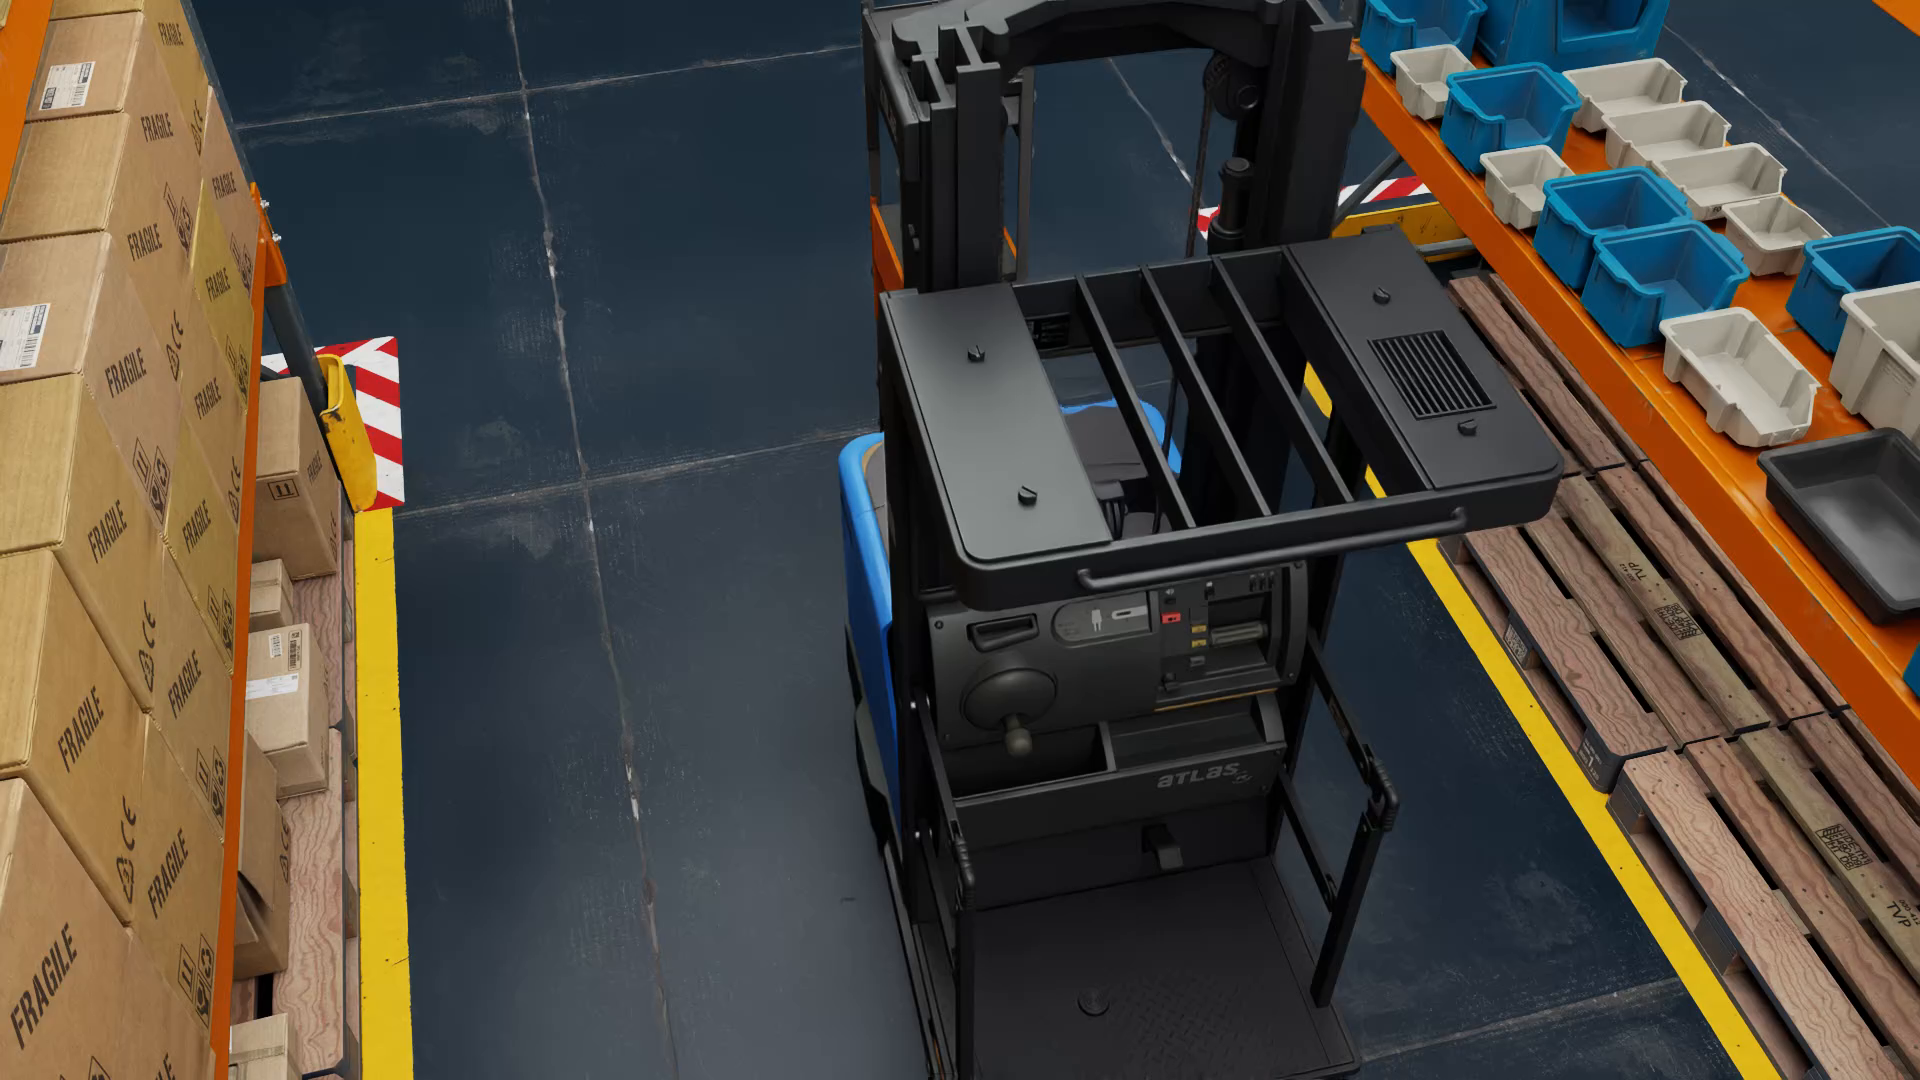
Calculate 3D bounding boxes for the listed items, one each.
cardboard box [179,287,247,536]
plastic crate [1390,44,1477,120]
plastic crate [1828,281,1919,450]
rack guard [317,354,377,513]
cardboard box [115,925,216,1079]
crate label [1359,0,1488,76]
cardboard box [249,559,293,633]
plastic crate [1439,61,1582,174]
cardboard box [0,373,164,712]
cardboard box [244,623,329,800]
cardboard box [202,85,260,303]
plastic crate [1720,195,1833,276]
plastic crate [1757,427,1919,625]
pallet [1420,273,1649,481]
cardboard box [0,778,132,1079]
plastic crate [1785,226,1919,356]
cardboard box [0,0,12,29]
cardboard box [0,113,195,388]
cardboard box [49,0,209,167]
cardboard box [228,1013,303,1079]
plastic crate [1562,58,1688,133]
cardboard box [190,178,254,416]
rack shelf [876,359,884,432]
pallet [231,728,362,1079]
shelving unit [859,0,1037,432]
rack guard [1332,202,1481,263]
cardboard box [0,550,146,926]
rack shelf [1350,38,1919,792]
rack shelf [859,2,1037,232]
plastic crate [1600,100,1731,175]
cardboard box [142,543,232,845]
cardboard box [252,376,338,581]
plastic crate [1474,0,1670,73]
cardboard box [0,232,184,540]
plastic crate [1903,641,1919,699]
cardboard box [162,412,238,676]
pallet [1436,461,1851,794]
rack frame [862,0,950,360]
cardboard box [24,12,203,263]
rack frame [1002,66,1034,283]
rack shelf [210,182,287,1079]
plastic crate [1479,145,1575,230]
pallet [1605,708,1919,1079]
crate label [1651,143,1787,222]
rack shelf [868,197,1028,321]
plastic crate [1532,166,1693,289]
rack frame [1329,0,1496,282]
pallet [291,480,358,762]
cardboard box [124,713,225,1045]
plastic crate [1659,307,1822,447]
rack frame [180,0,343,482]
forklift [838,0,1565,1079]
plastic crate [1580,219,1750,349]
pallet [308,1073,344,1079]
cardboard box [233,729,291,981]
[{"bbox_3d":[-2.224,-0.307,4.381,0.500,0.500,0.500,-10,46,-10],"label":"cardboard box"},{"bbox_3d":[1.676,-1.599,5.860,0.250,0.136,0.298,-11,47,-10],"label":"plastic crate"},{"bbox_3d":[2.740,-0.444,4.626,0.437,0.282,0.530,-11,47,-10],"label":"plastic crate"},{"bbox_3d":[-2.841,-0.308,6.201,1.175,0.500,0.348,-11,47,-10],"label":"rack guard"},{"bbox_3d":[-1.704,1.090,3.012,0.500,0.500,0.500,-10,46,-9],"label":"cardboard box"},{"bbox_3d":[1.673,-1.870,6.057,0.416,0.233,0.303,-11,47,-10],"label":"crate label"},{"bbox_3d":[-2.467,0.229,5.601,0.380,0.166,0.250,-11,47,-10],"label":"cardboard box"},{"bbox_3d":[1.842,-1.415,5.612,0.416,0.233,0.300,-11,47,-10],"label":"plastic crate"},{"bbox_3d":[-1.949,0.054,3.327,0.500,0.500,0.500,-12,47,-11],"label":"cardboard box"},{"bbox_3d":[-2.269,0.565,5.213,0.500,0.250,0.500,-11,47,-10],"label":"cardboard box"},{"bbox_3d":[-2.483,-1.010,5.070,0.500,0.500,0.500,-9,46,-9],"label":"cardboard box"},{"bbox_3d":[2.561,-0.945,5.219,0.298,0.136,0.250,-11,47,-10],"label":"plastic crate"},{"bbox_3d":[2.406,-0.025,4.325,0.437,0.125,0.590,-11,47,-10],"label":"plastic crate"},{"bbox_3d":[2.102,-0.586,6.676,1.003,0.211,1.213,-11,47,-10],"label":"pallet"},{"bbox_3d":[-1.685,0.765,2.630,0.500,0.500,0.500,-10,46,-9],"label":"cardboard box"},{"bbox_3d":[2.702,-0.729,4.940,0.416,0.233,0.300,-11,47,-10],"label":"plastic crate"},{"bbox_3d":[-2.216,-1.236,3.366,0.500,0.250,0.500,-11,47,-10],"label":"cardboard box"},{"bbox_3d":[-2.214,-0.657,4.024,0.500,0.500,0.500,-10,46,-9],"label":"cardboard box"},{"bbox_3d":[-2.481,-1.363,4.715,0.500,0.500,0.500,-11,47,-11],"label":"cardboard box"},{"bbox_3d":[-1.966,1.440,4.415,0.380,0.166,0.250,-11,47,-10],"label":"cardboard box"},{"bbox_3d":[2.312,-1.537,5.798,0.396,0.136,0.243,-11,47,-10],"label":"plastic crate"},{"bbox_3d":[-2.347,-0.653,4.720,0.500,0.500,0.500,-10,46,-10],"label":"cardboard box"},{"bbox_3d":[-0.042,-0.350,6.122,0.431,0.518,0.480,-11,47,-10],"label":"rack shelf"},{"bbox_3d":[-2.327,1.185,4.941,1.003,0.211,1.213,-11,47,-10],"label":"pallet"},{"bbox_3d":[-0.042,-0.849,5.612,0.431,2.100,0.503,-11,47,-10],"label":"shelving unit"},{"bbox_3d":[1.910,-1.277,7.152,1.175,0.500,0.348,-11,47,-10],"label":"rack guard"},{"bbox_3d":[-1.818,0.409,2.979,0.500,0.500,0.500,-12,47,-12],"label":"cardboard box"},{"bbox_3d":[2.441,-0.505,5.149,1.077,0.370,4.000,-11,47,-10],"label":"rack shelf"},{"bbox_3d":[-0.042,-1.330,5.122,0.431,0.518,0.480,-11,47,-10],"label":"rack shelf"},{"bbox_3d":[2.373,-1.334,5.600,0.396,0.136,0.243,-11,47,-10],"label":"plastic crate"},{"bbox_3d":[-1.964,0.391,3.696,0.500,0.500,0.500,-11,47,-11],"label":"cardboard box"},{"bbox_3d":[-2.483,-0.184,5.772,0.500,0.500,0.500,-11,47,-10],"label":"cardboard box"},{"bbox_3d":[2.195,-1.974,6.018,0.616,0.435,0.499,-11,47,-10],"label":"plastic crate"},{"bbox_3d":[-2.082,-0.303,3.676,0.500,0.500,0.500,-9,46,-9],"label":"cardboard box"},{"bbox_3d":[2.503,0.348,3.778,0.392,0.384,0.575,-11,47,-10],"label":"plastic crate"},{"bbox_3d":[-2.095,0.040,4.040,0.500,0.500,0.500,-11,47,-11],"label":"cardboard box"},{"bbox_3d":[2.411,0.255,5.852,1.003,0.211,1.213,-11,47,-10],"label":"pallet"},{"bbox_3d":[-0.105,-1.018,5.777,0.400,2.100,0.015,-11,47,-10],"label":"rack frame"},{"bbox_3d":[-2.351,-1.014,4.374,0.500,0.500,0.500,-10,46,-9],"label":"cardboard box"},{"bbox_3d":[0.020,-0.681,5.447,0.400,2.100,0.015,-11,47,-10],"label":"rack frame"},{"bbox_3d":[-2.349,0.398,4.264,1.077,0.370,4.000,-11,47,-10],"label":"rack shelf"},{"bbox_3d":[1.849,-1.131,5.401,0.250,0.136,0.298,-11,47,-10],"label":"plastic crate"},{"bbox_3d":[2.727,1.099,5.025,1.003,0.211,1.213,-11,47,-10],"label":"pallet"},{"bbox_3d":[2.467,-1.146,5.416,0.396,0.136,0.243,-11,47,-10],"label":"crate label"},{"bbox_3d":[-0.042,-0.840,5.622,0.431,0.518,0.480,-11,47,-10],"label":"rack shelf"},{"bbox_3d":[2.011,-0.961,5.166,0.416,0.233,0.300,-11,47,-10],"label":"plastic crate"},{"bbox_3d":[1.929,-2.138,6.245,1.000,3.000,0.127,-11,47,-10],"label":"rack frame"},{"bbox_3d":[-2.636,0.344,5.765,1.003,0.211,1.213,-11,47,-10],"label":"pallet"},{"bbox_3d":[-1.838,0.737,3.357,0.500,0.500,0.500,-10,46,-10],"label":"cardboard box"},{"bbox_3d":[2.216,-0.452,4.736,0.293,0.136,0.466,-11,47,-10],"label":"plastic crate"},{"bbox_3d":[-2.861,-1.235,5.360,1.000,3.000,0.127,-11,47,-10],"label":"rack frame"},{"bbox_3d":[0.435,0.366,3.839,1.130,2.935,3.031,-9,46,-9],"label":"forklift"},{"bbox_3d":[2.087,-0.754,4.963,0.416,0.233,0.300,-11,47,-10],"label":"plastic crate"},{"bbox_3d":[-2.012,2.028,4.114,1.003,0.211,1.213,-11,47,-10],"label":"pallet"},{"bbox_3d":[-2.323,0.950,4.658,0.797,0.503,0.637,-11,47,-10],"label":"cardboard box"}]
